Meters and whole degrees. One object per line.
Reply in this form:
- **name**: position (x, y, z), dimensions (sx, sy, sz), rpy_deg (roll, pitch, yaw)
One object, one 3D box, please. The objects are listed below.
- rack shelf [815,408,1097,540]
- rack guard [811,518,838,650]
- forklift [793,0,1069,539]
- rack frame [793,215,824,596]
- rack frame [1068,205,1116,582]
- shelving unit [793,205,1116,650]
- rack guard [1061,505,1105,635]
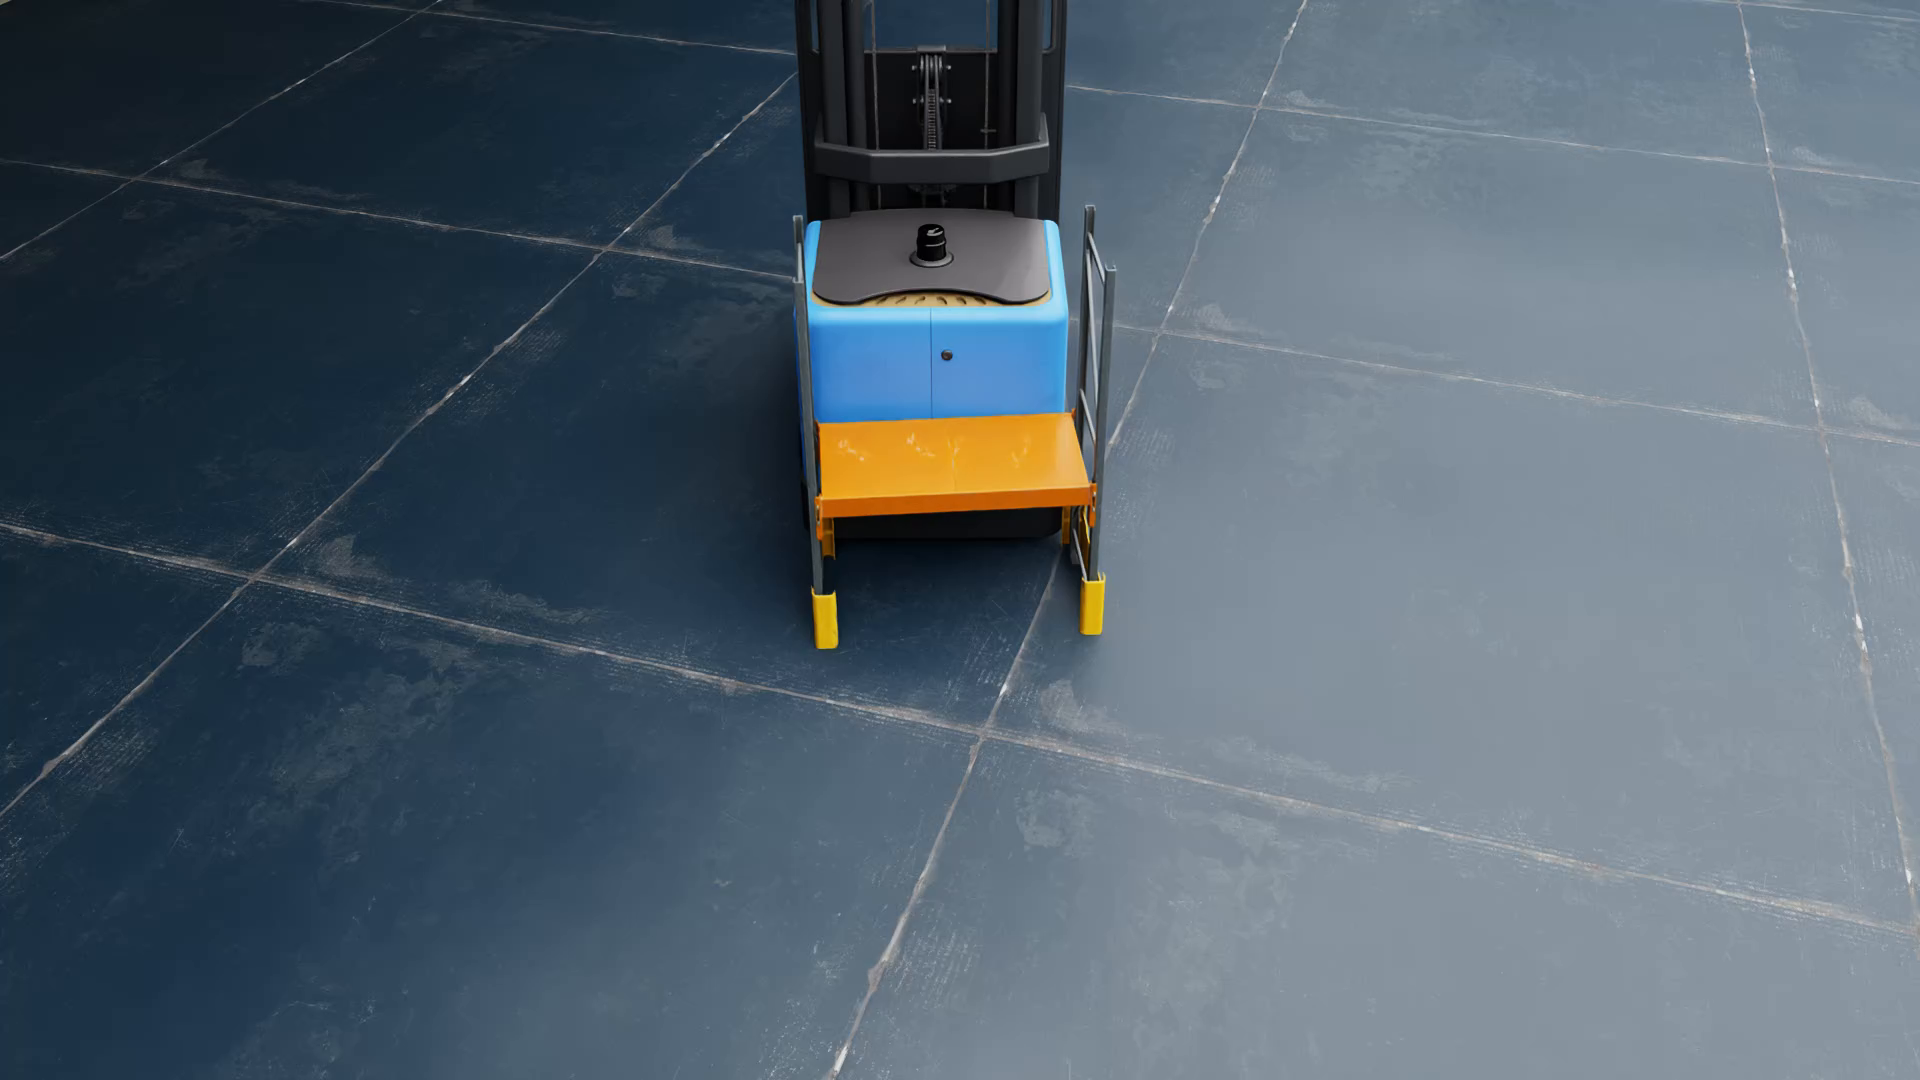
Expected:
- **rack shelf**: position (-0.033, -0.249, 6.127), dimensions (1.000, 0.185, 0.538), rpy_deg (-3, 36, -4)
- **rack guard**: position (-0.520, 0.134, 6.358), dimensions (0.087, 0.250, 0.587), rpy_deg (-3, 36, -4)
- **forklift**: position (-0.117, -2.027, 7.031), dimensions (1.130, 2.935, 3.031), rpy_deg (0, 36, 0)
- **rack frame**: position (-0.540, -0.369, 5.986), dimensions (0.032, 1.500, 0.500), rpy_deg (-3, 36, -4)
- **rack frame**: position (0.473, -0.419, 6.054), dimensions (0.032, 1.500, 0.500), rpy_deg (-3, 36, -4)
- **shelving unit**: position (-0.024, -0.394, 6.021), dimensions (1.083, 1.500, 0.587), rpy_deg (-3, 36, -4)
- **rack guard**: position (0.472, 0.084, 6.424), dimensions (0.087, 0.250, 0.587), rpy_deg (-3, 36, -4)
